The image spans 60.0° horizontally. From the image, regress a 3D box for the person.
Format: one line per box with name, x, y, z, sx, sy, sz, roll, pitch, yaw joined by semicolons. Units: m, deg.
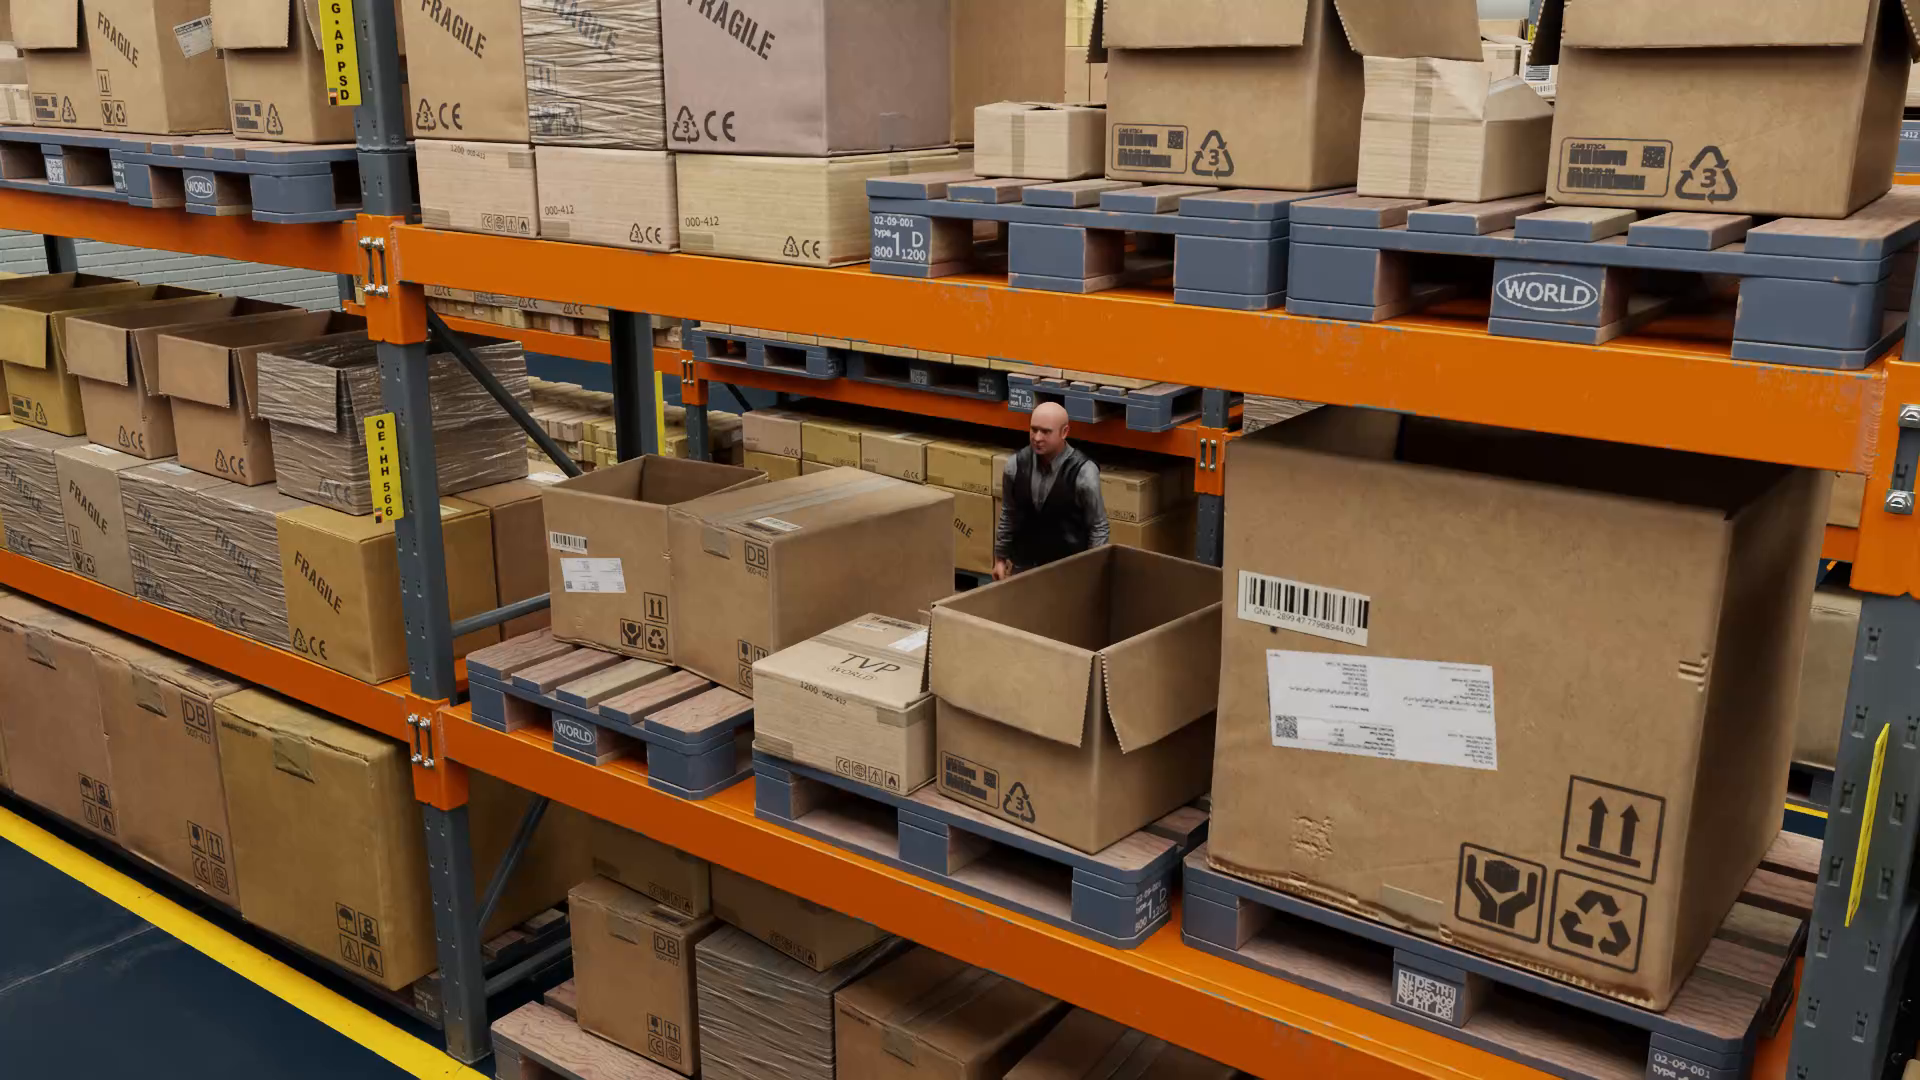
person;0.437;0.167;8.013;0.594;1.721;0.414;11;19;32
